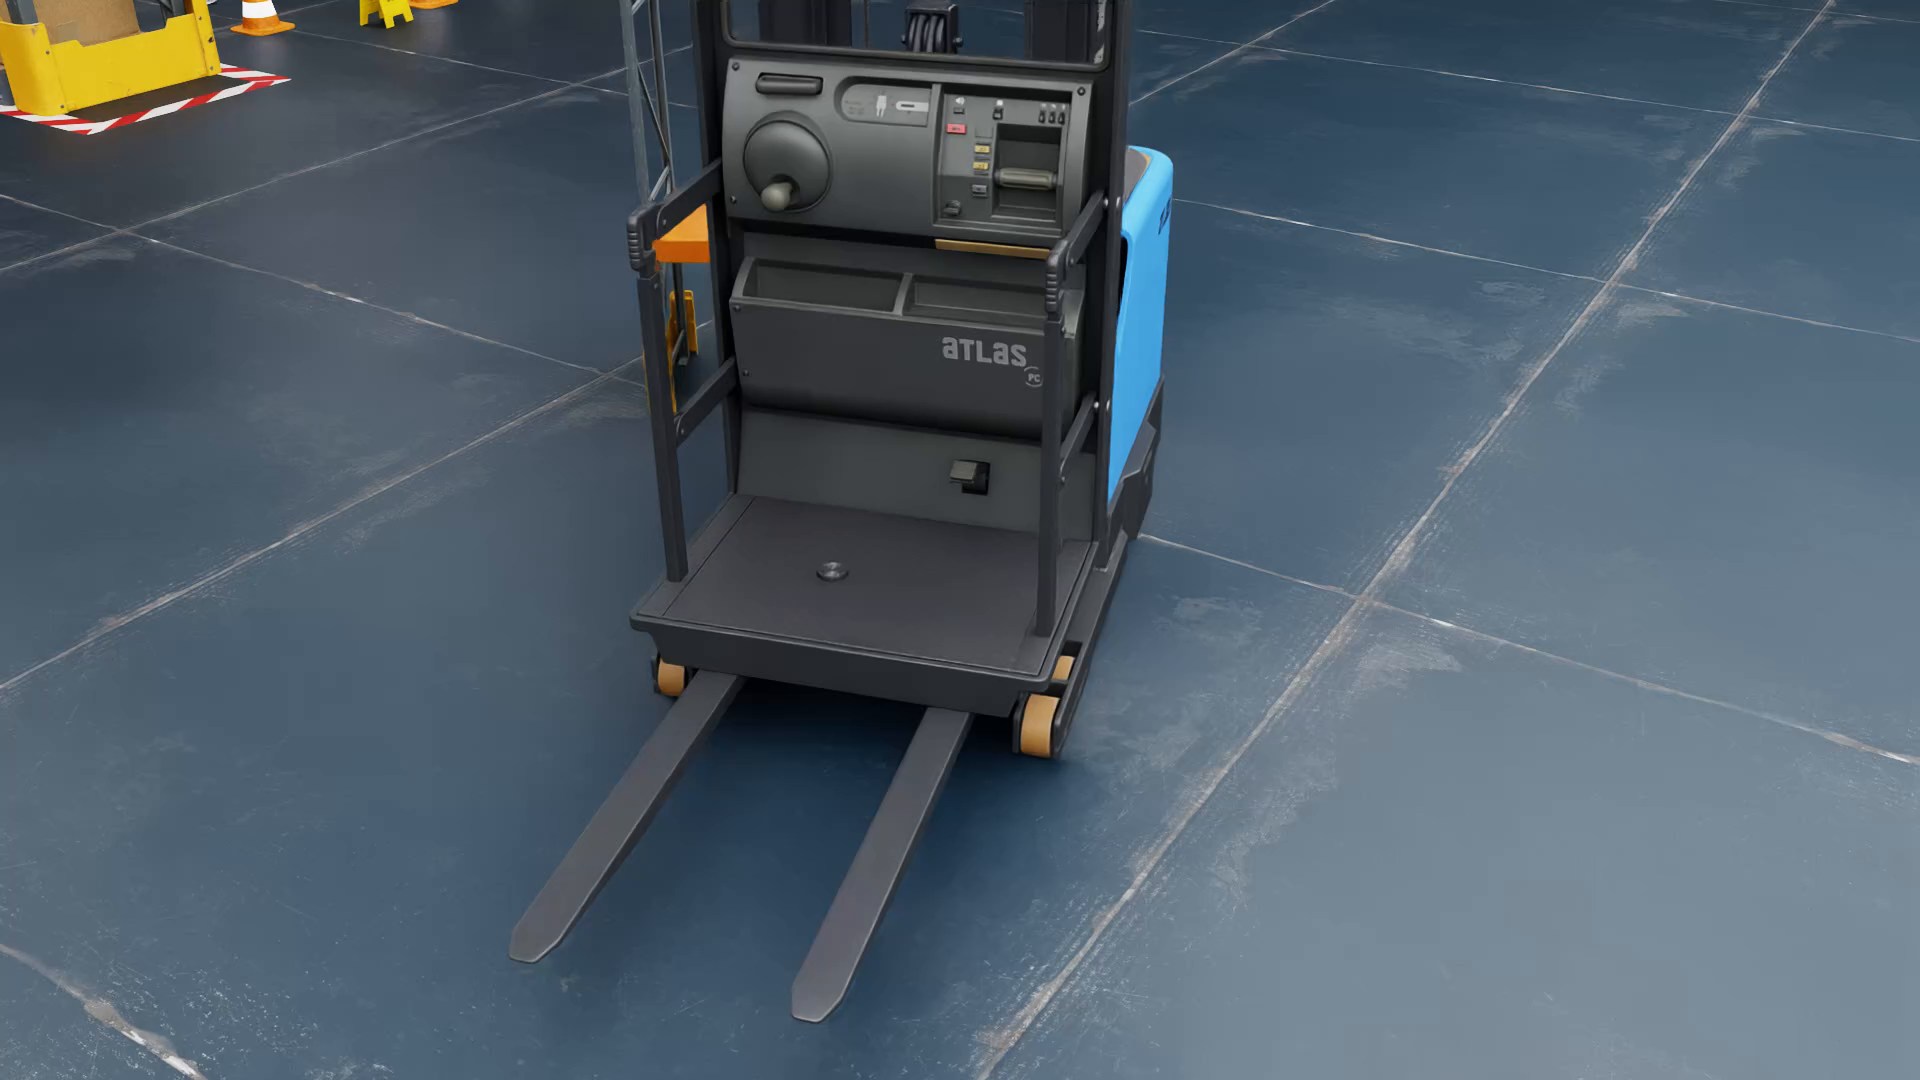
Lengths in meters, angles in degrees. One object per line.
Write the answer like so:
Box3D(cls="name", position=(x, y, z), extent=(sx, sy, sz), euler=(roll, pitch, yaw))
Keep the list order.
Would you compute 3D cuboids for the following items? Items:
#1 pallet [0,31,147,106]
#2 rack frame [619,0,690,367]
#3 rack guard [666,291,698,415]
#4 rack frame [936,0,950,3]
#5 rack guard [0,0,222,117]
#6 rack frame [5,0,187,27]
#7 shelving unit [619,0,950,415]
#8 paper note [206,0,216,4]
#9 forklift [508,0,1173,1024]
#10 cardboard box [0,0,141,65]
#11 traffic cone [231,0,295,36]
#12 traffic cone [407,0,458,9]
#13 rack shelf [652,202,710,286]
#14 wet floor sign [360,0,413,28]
Box3D(cls="pallet", position=(-5.673, -2.934, 10.070), extent=(1.213, 0.211, 1.003), euler=(18, 35, 27))
Box3D(cls="rack frame", position=(-1.073, -1.244, 5.894), extent=(0.032, 1.500, 0.500), euler=(0, 30, 1))
Box3D(cls="rack guard", position=(-1.071, -0.704, 6.209), extent=(0.087, 0.250, 0.587), euler=(0, 30, 1))
Box3D(cls="rack frame", position=(-0.056, -1.236, 5.880), extent=(0.032, 1.500, 0.500), euler=(0, 30, 1))
Box3D(cls="rack guard", position=(-4.934, -2.872, 9.676), extent=(0.348, 0.500, 1.175), euler=(18, 35, 27))
Box3D(cls="rack frame", position=(-4.954, -3.958, 9.057), extent=(0.127, 3.000, 1.000), euler=(18, 35, 27))
Box3D(cls="shelving unit", position=(-0.573, -1.240, 5.888), extent=(1.083, 1.500, 0.587), euler=(0, 30, 1))
Box3D(cls="paper note", position=(-5.345, -3.808, 11.749), extent=(0.144, 0.017, 0.142), euler=(-21, 36, -32))
Box3D(cls="forklift", position=(-0.195, -0.922, 3.921), extent=(1.130, 2.935, 3.031), euler=(8, 31, 13))
Box3D(cls="cardboard box", position=(-5.564, -3.375, 9.750), extent=(0.875, 0.875, 0.875), euler=(18, 35, 28))
Box3D(cls="traffic cone", position=(-4.649, -3.610, 10.979), extent=(0.334, 0.463, 0.336), euler=(18, 35, 27))
Box3D(cls="traffic cone", position=(-3.760, -4.002, 11.650), extent=(0.334, 0.463, 0.336), euler=(18, 35, 27))
Box3D(cls="rack shelf", position=(-0.564, -1.085, 5.978), extent=(1.000, 0.185, 0.538), euler=(0, 30, 1))
Box3D(cls="wet floor sign", position=(-3.877, -3.778, 11.086), extent=(0.232, 0.644, 0.267), euler=(12, 32, 19))
